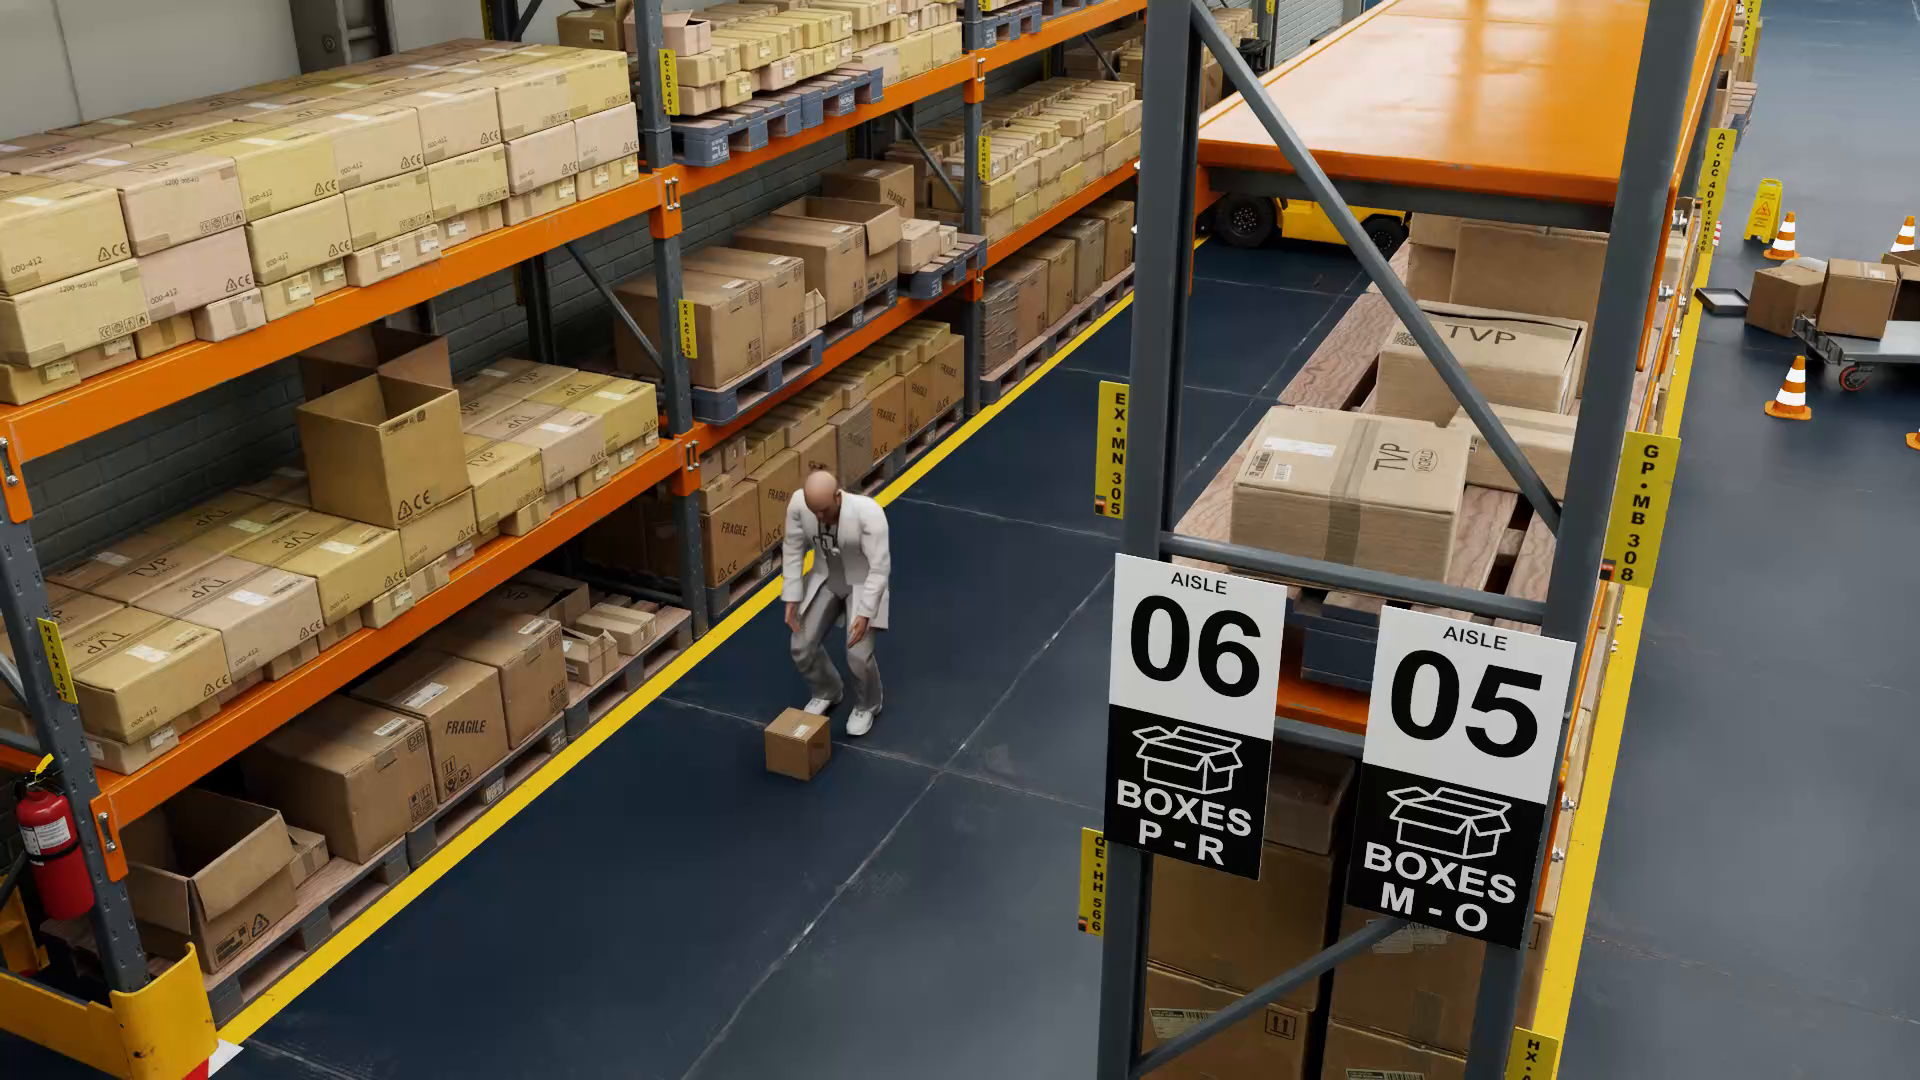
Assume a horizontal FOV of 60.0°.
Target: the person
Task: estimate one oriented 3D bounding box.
[{"bbox_3d":[-0.621,0.285,8.793,0.626,1.564,0.613,11,28,22],"label":"person"}]
